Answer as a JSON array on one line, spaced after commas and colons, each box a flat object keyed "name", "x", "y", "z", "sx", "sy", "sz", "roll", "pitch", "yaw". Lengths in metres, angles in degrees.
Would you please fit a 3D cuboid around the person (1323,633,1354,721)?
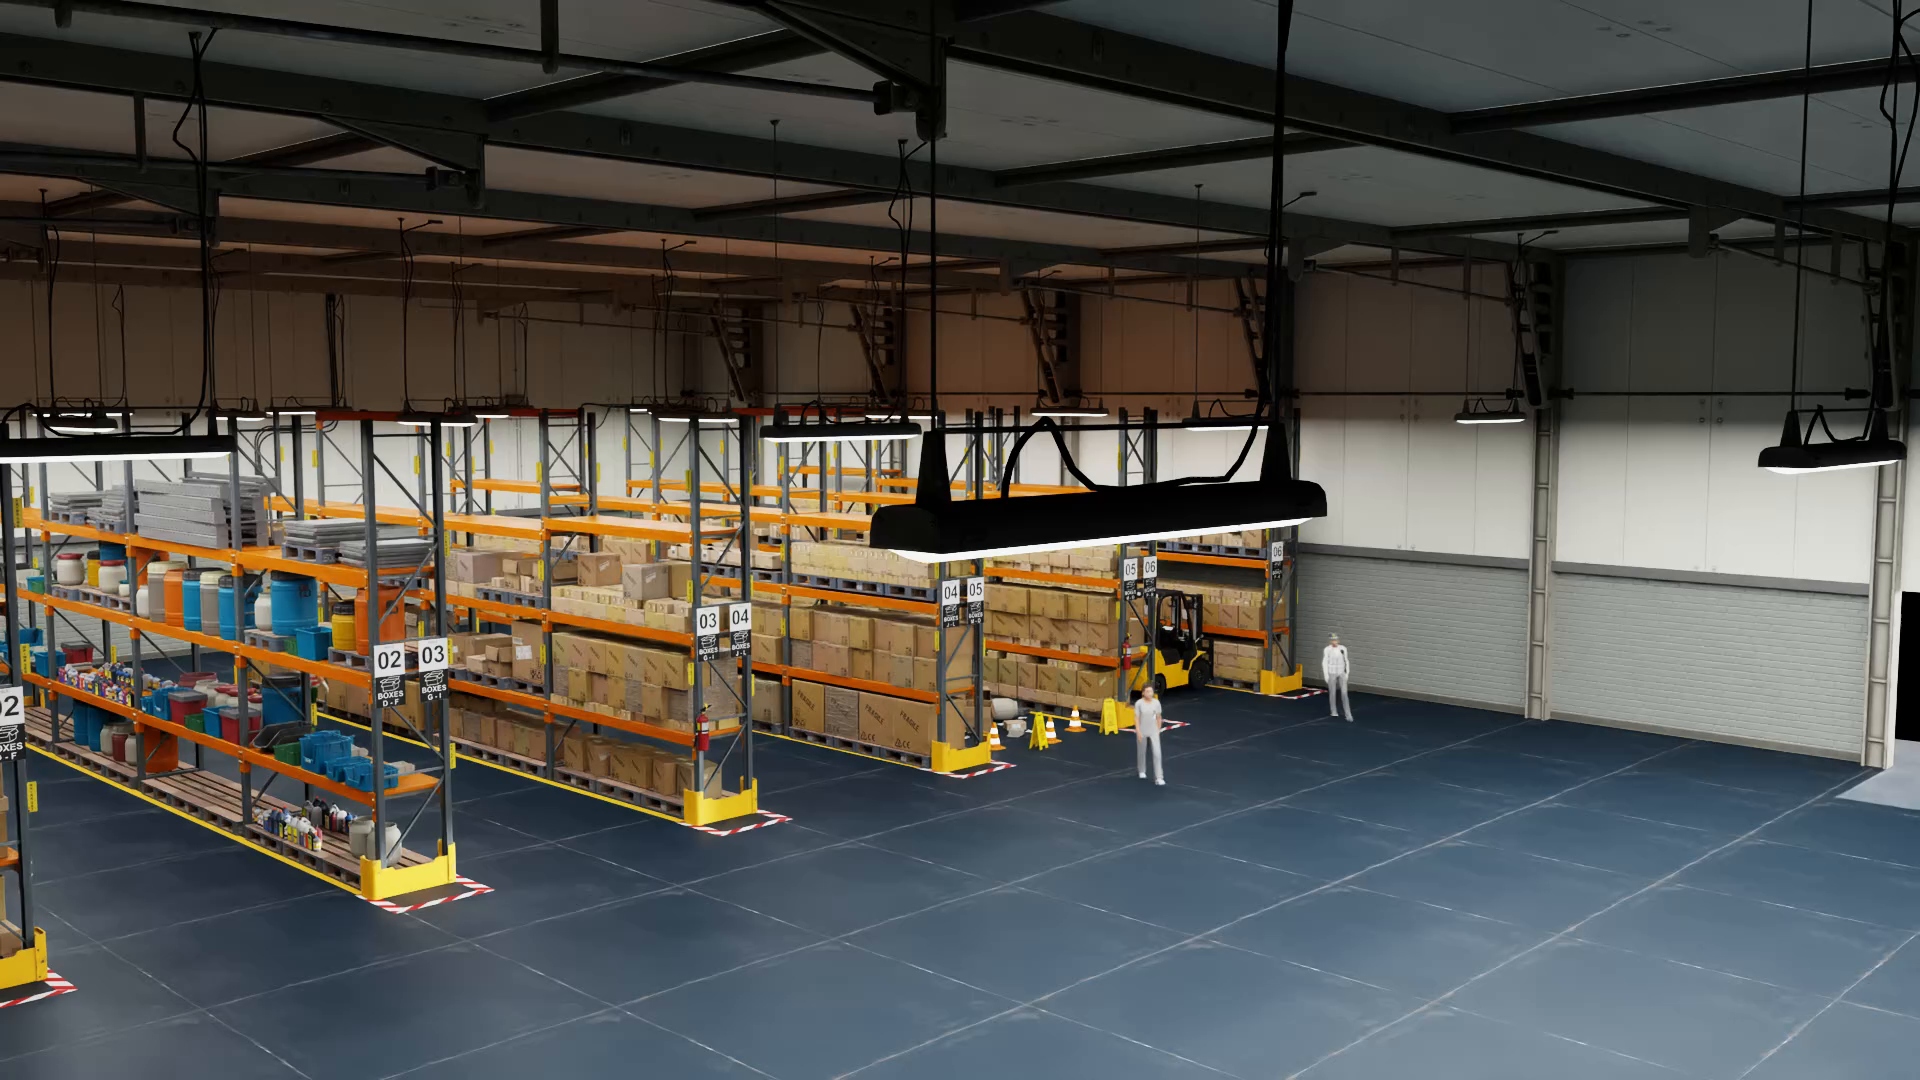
[{"name": "person", "x": 7.353, "y": 2.641, "z": 32.343, "sx": 0.591, "sy": 1.672, "sz": 0.644, "roll": 1, "pitch": 5, "yaw": 8}]

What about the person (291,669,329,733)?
[{"name": "person", "x": -12.035, "y": 2.714, "z": 30.736, "sx": 0.680, "sy": 1.724, "sz": 1.034, "roll": -5, "pitch": 7, "yaw": -44}]

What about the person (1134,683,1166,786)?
[{"name": "person", "x": 3.060, "y": 3.122, "z": 26.882, "sx": 0.493, "sy": 1.613, "sz": 1.031, "roll": 0, "pitch": 5, "yaw": 4}]
